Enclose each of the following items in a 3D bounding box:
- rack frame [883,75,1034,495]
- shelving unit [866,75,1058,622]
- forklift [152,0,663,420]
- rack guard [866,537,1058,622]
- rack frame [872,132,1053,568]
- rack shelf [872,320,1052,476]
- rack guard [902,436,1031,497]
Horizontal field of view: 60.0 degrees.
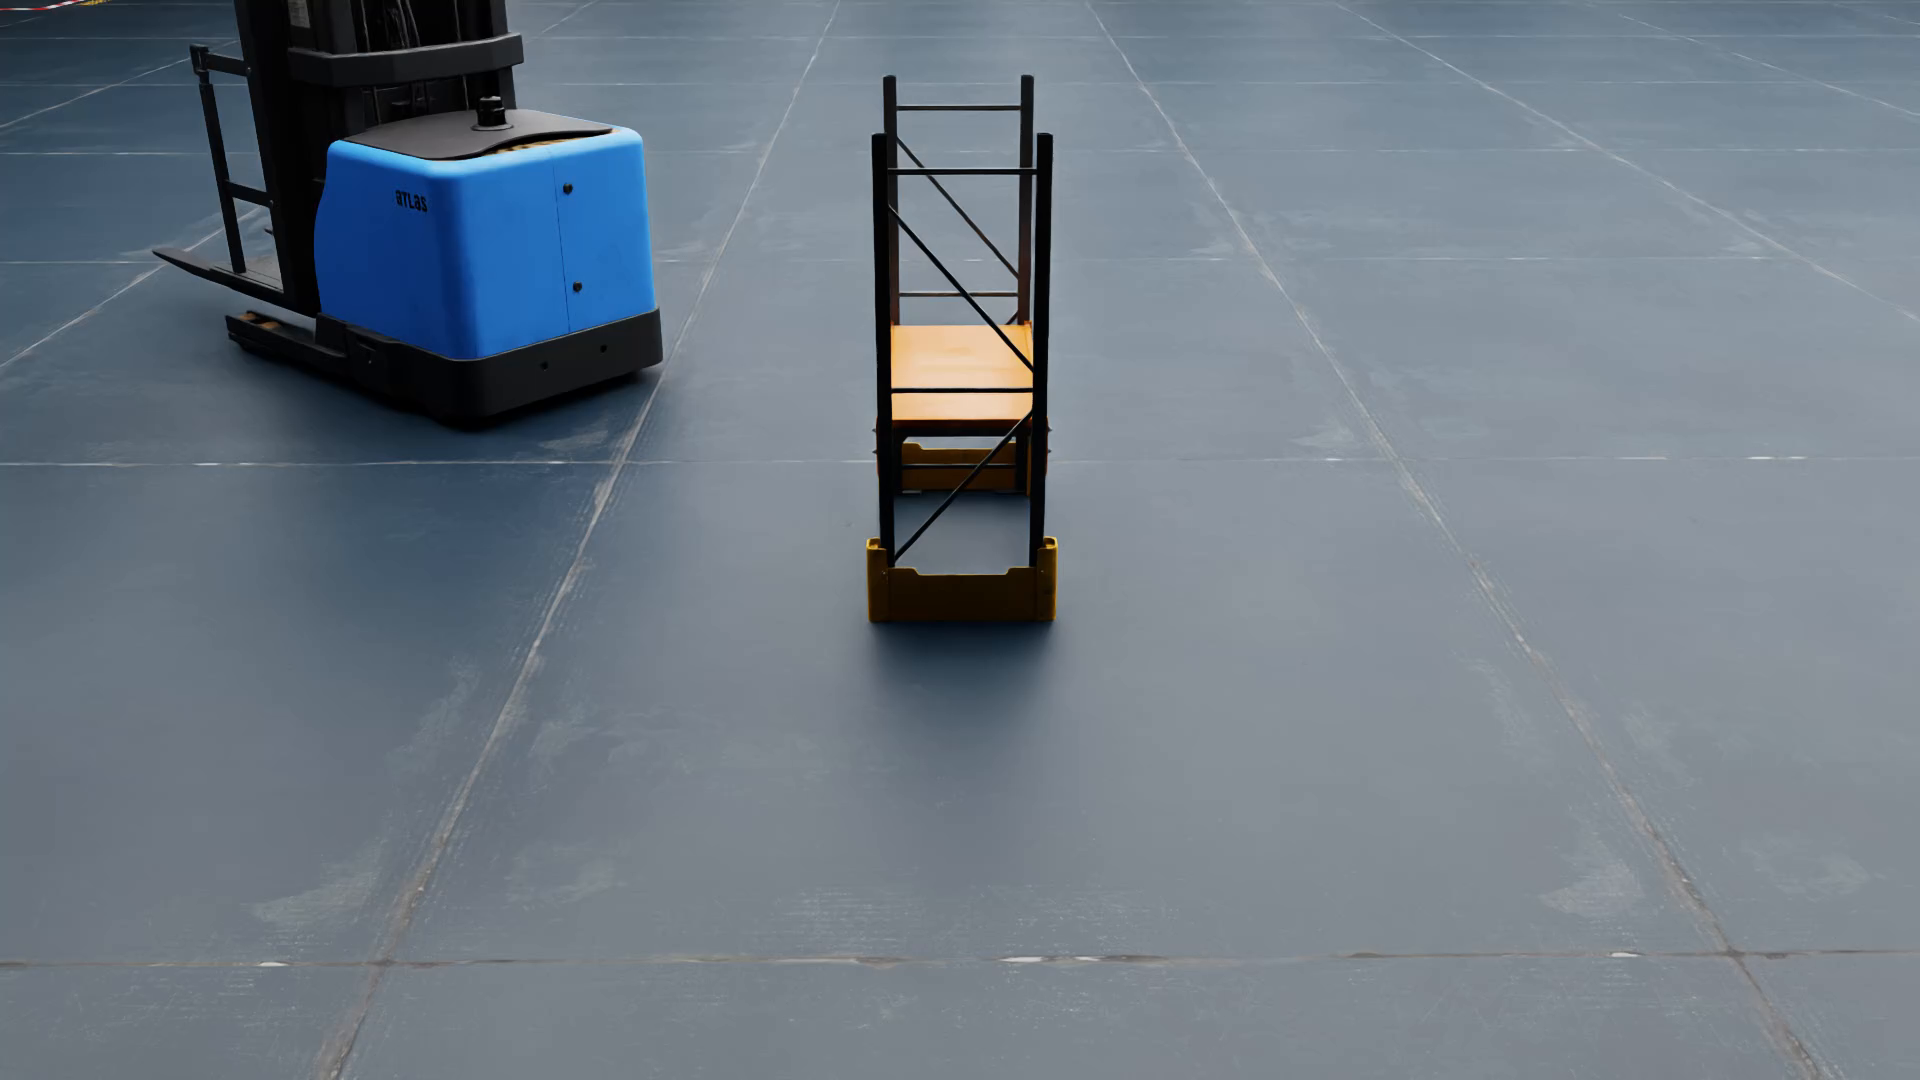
[{"bbox_3d":[-0.005,-0.858,5.826,0.500,1.500,0.032,0,24,-1],"label":"rack frame"},{"bbox_3d":[0.001,-0.652,5.371,0.587,1.500,1.083,0,24,-1],"label":"shelving unit"},{"bbox_3d":[-2.755,-2.310,7.300,3.031,2.935,1.130,19,31,36],"label":"forklift"},{"bbox_3d":[0.006,0.123,5.175,0.587,0.250,0.087,0,24,-1],"label":"rack guard"},{"bbox_3d":[0.006,-0.439,4.900,0.500,1.500,0.032,0,24,-1],"label":"rack frame"},{"bbox_3d":[0.001,-0.484,5.437,0.538,0.185,1.000,0,24,-1],"label":"rack shelf"},{"bbox_3d":[-0.005,-0.288,6.083,0.587,0.250,0.087,0,24,-1],"label":"rack guard"}]
